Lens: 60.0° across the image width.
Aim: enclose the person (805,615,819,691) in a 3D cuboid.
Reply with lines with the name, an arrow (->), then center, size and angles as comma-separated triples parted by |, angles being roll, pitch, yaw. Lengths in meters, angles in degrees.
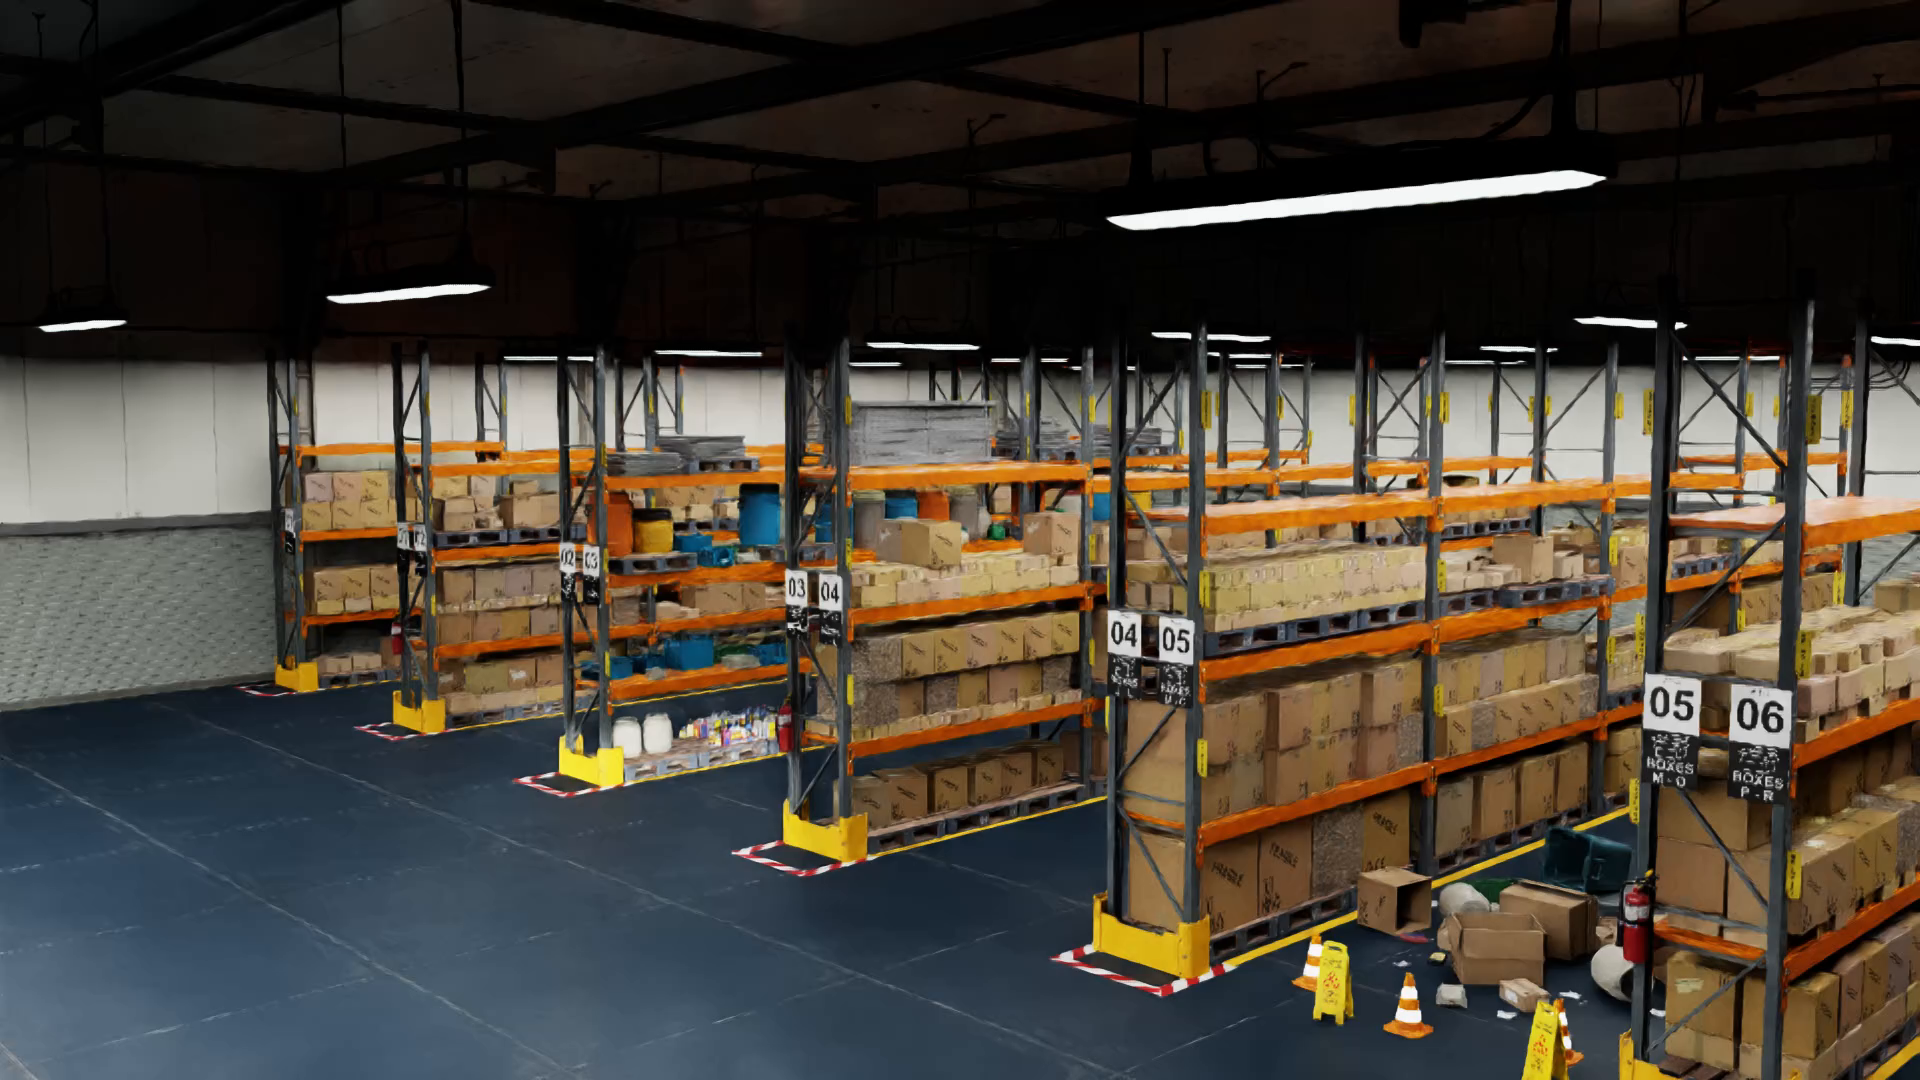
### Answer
person -> -2.508, 1.785, 29.218 | 0.443, 1.680, 0.545 | 2, 5, 25
